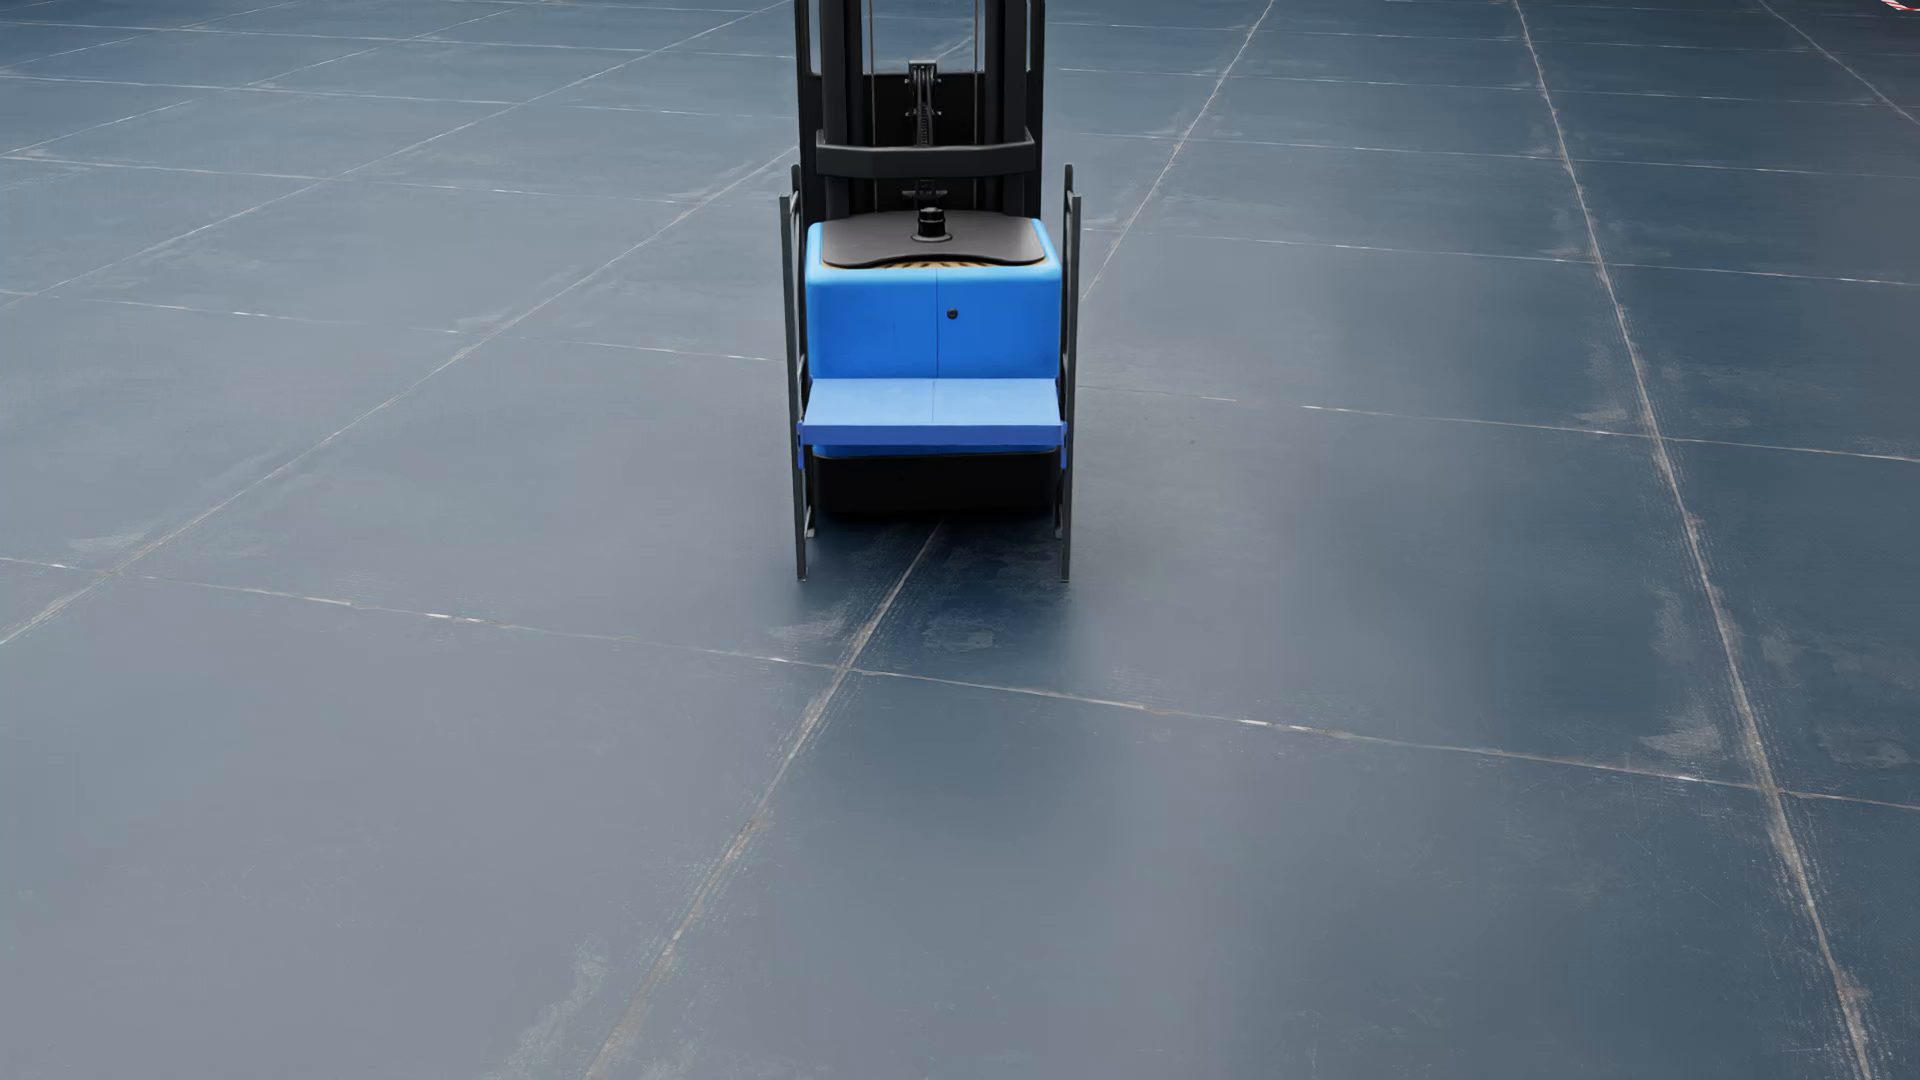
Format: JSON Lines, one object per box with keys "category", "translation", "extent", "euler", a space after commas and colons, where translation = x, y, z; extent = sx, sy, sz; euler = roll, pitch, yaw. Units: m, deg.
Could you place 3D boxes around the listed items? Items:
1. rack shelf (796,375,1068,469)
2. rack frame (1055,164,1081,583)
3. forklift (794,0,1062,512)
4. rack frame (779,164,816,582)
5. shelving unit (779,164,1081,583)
{"category": "rack shelf", "translation": [-0.103, -0.459, 6.387], "extent": [1.000, 0.185, 0.538], "euler": [0, 25, 0]}
{"category": "rack frame", "translation": [0.405, -0.621, 6.309], "extent": [0.032, 1.500, 0.500], "euler": [0, 25, 0]}
{"category": "forklift", "translation": [-0.193, -2.034, 7.613], "extent": [1.130, 2.935, 3.031], "euler": [-2, 26, -4]}
{"category": "rack frame", "translation": [-0.611, -0.621, 6.310], "extent": [0.032, 1.500, 0.500], "euler": [0, 25, 0]}
{"category": "shelving unit", "translation": [-0.103, -0.621, 6.310], "extent": [1.048, 1.500, 0.538], "euler": [0, 25, 0]}
